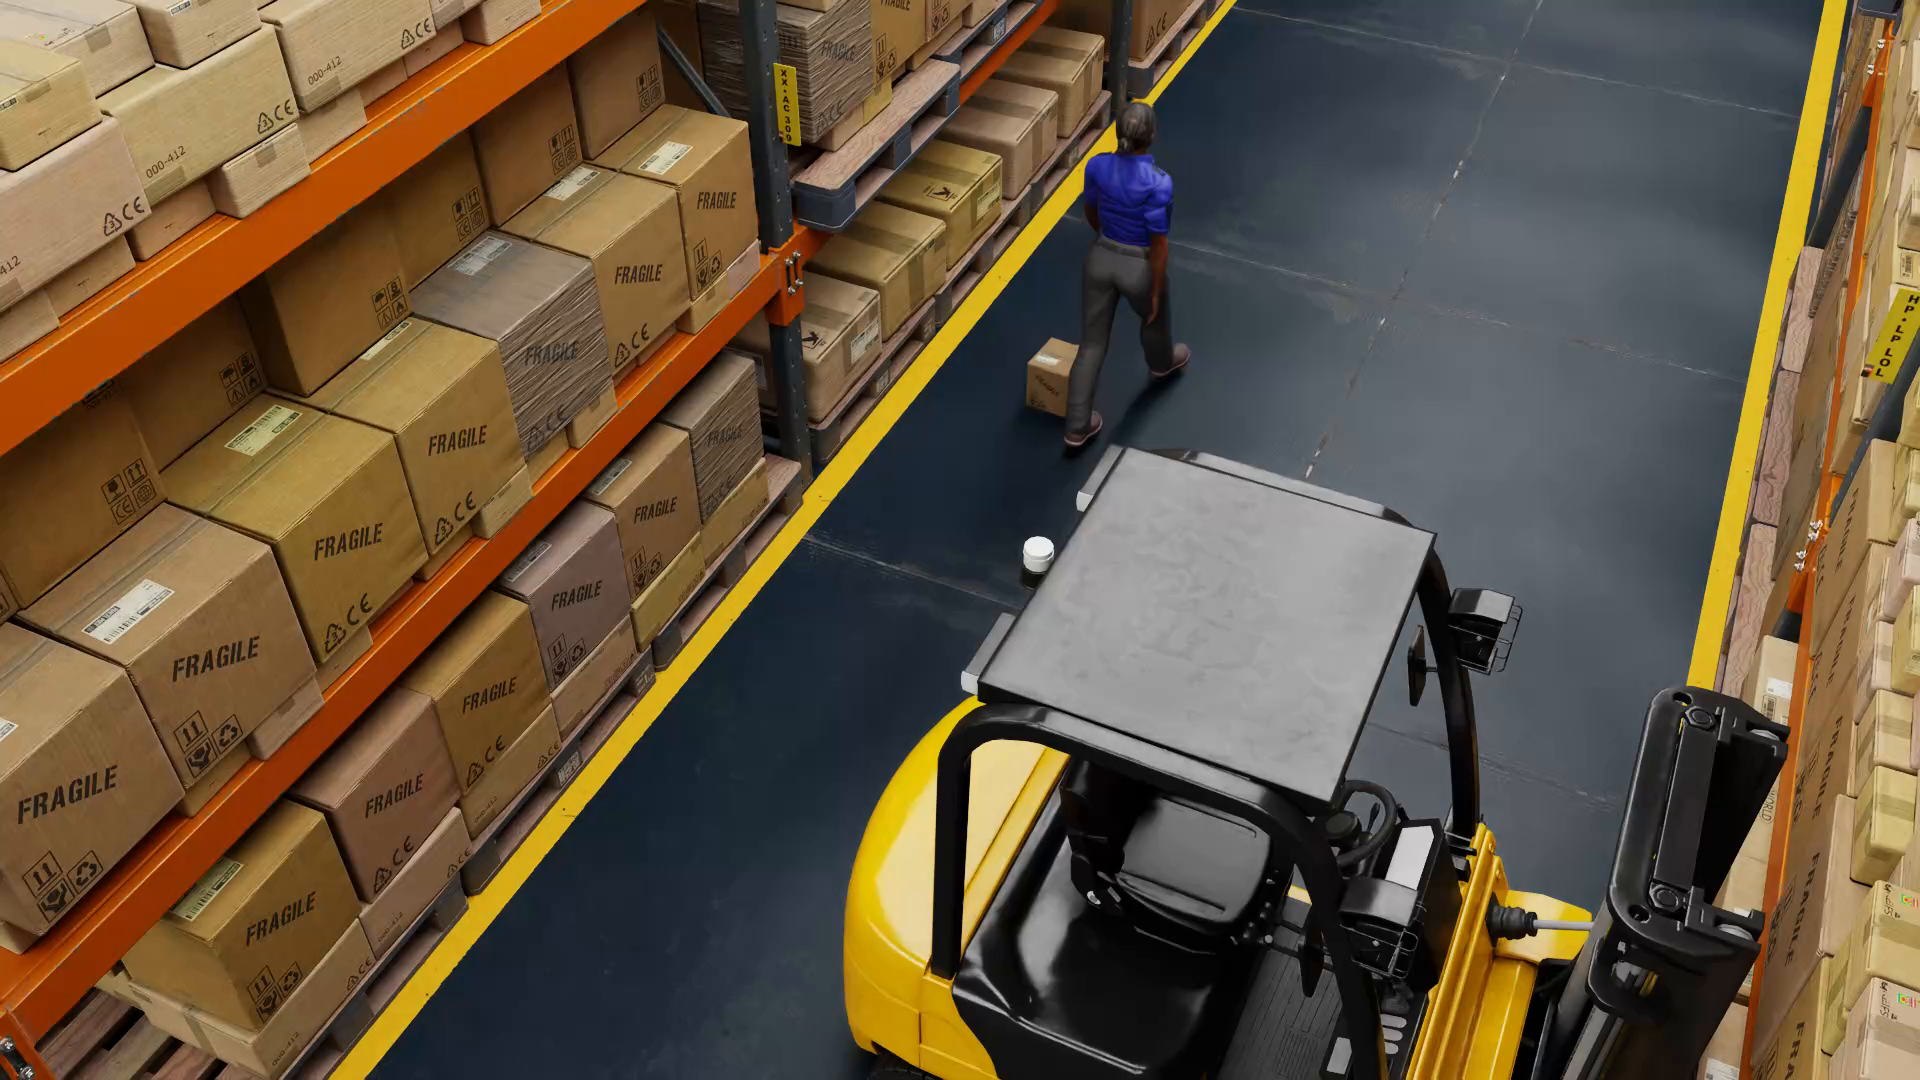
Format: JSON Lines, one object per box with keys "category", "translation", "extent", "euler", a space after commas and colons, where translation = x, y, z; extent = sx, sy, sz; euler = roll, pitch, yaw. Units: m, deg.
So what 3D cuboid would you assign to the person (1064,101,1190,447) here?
{"category": "person", "translation": [0.775, -1.282, 7.562], "extent": [0.468, 1.585, 0.984], "euler": [19, 46, 20]}
